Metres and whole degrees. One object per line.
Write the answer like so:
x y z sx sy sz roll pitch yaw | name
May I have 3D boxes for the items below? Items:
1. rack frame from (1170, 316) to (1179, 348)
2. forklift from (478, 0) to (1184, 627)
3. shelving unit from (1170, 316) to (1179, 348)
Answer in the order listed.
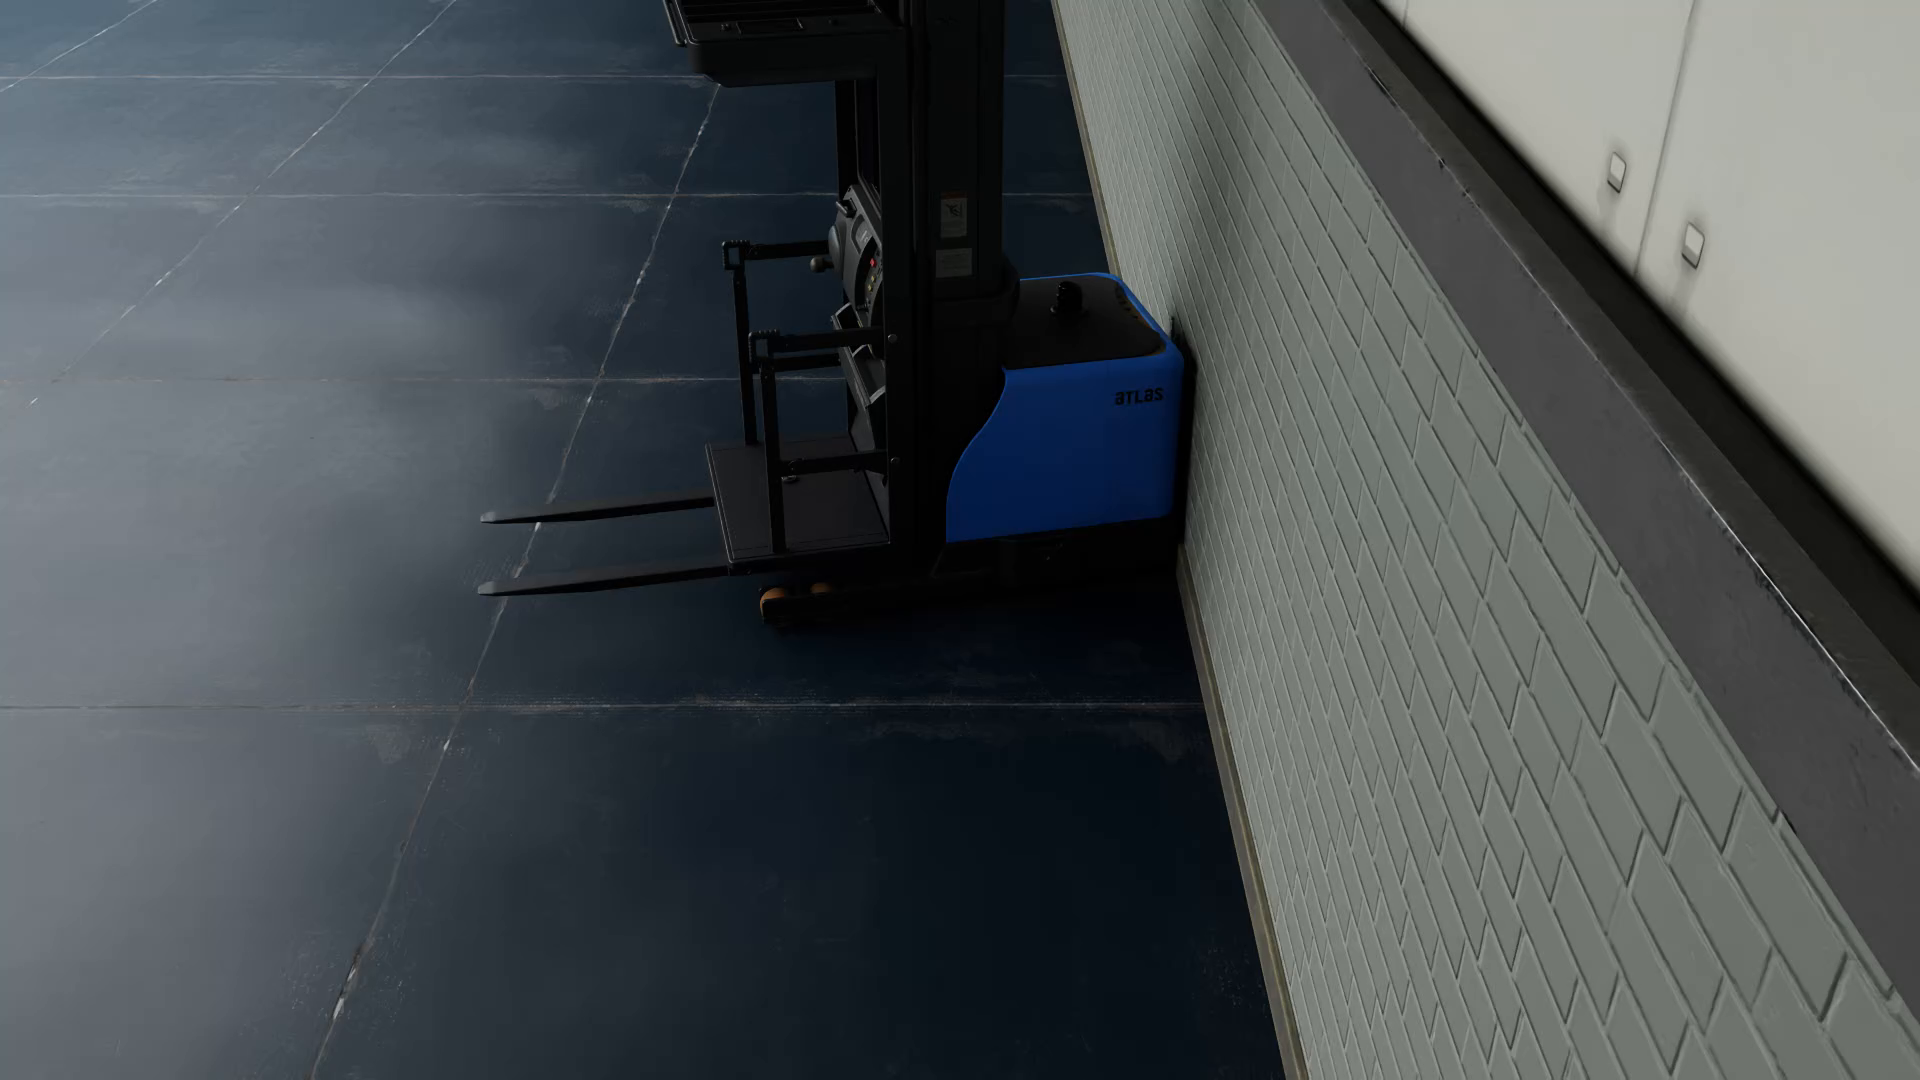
0.993 -0.590 7.855 0.006 0.900 0.240 -1 28 0 | rack frame
-0.612 -1.181 6.870 3.031 2.935 1.130 -7 32 -11 | forklift
0.891 -0.589 7.854 0.210 0.900 0.258 -1 28 0 | shelving unit
